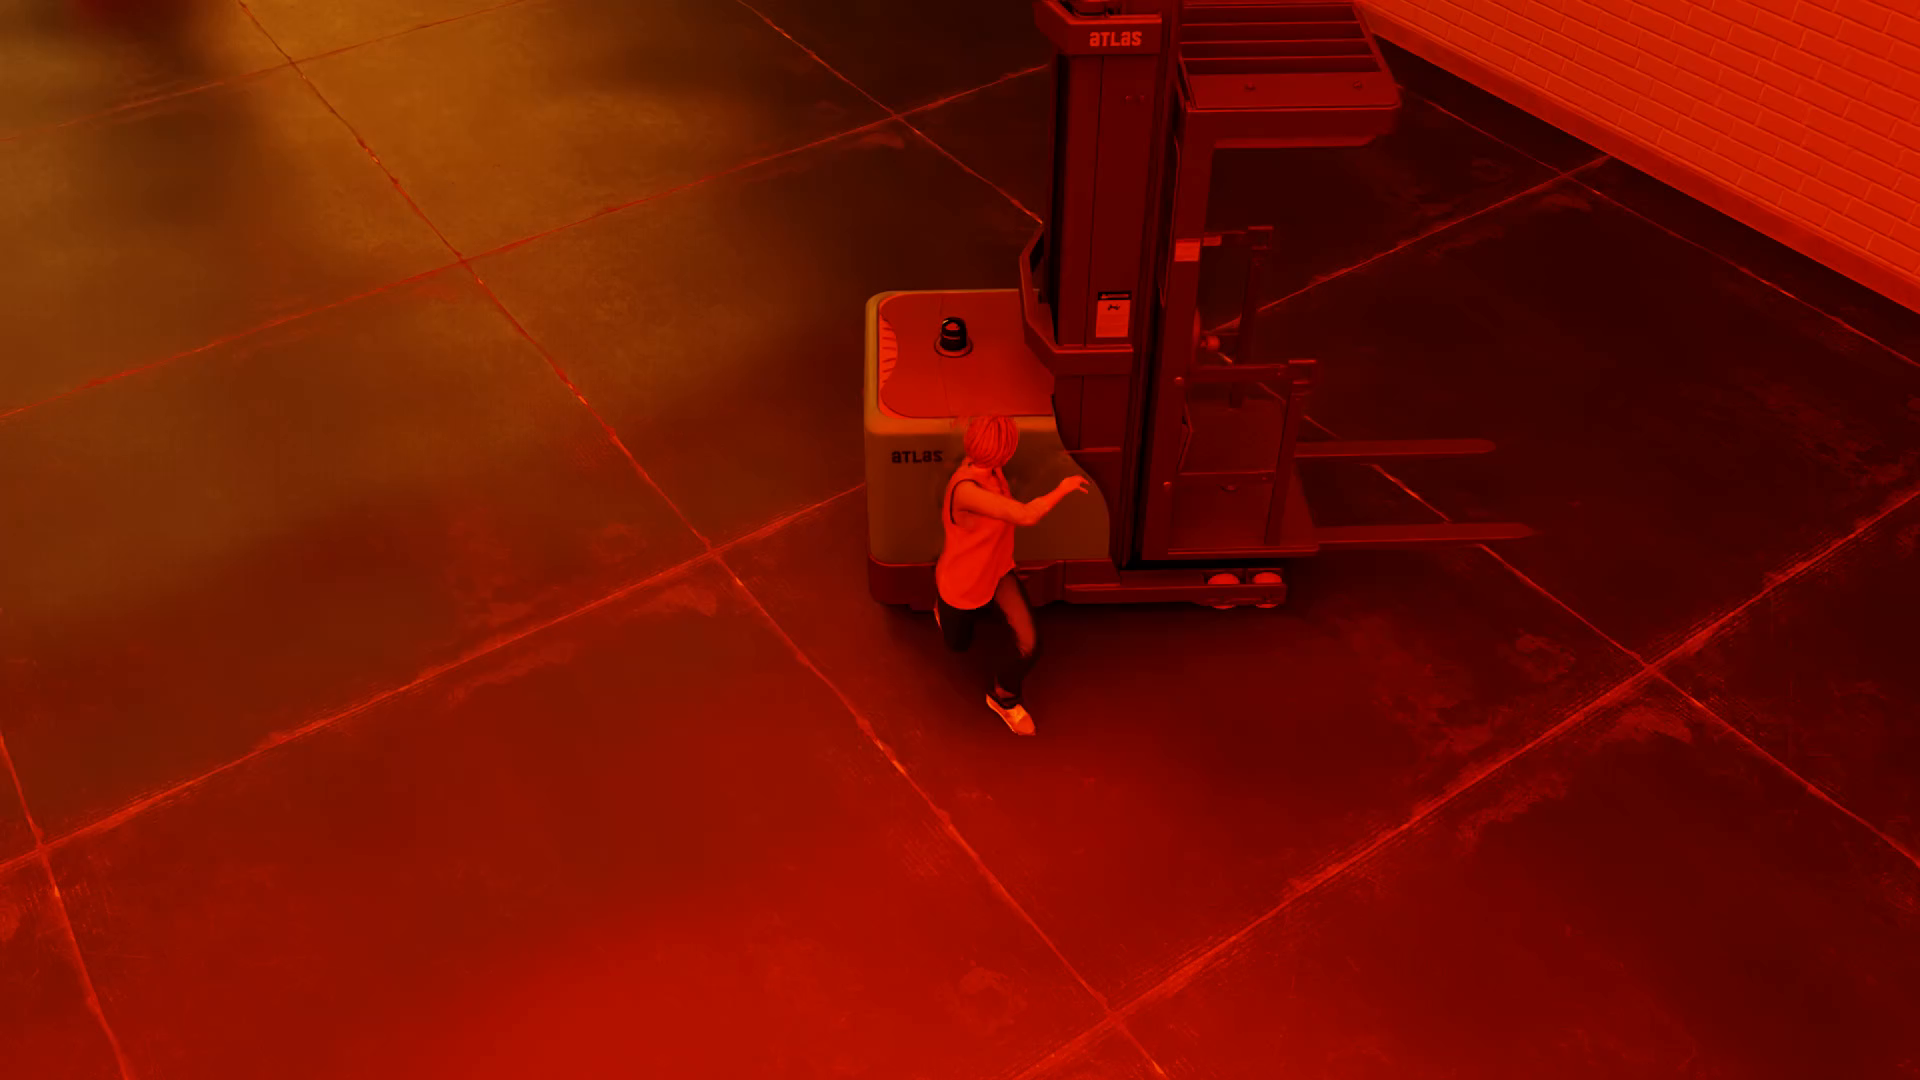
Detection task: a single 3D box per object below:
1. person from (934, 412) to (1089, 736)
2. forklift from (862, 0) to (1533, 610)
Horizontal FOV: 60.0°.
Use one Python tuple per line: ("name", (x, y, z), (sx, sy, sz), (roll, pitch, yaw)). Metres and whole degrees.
("person", (0.196, 0.033, 6.890), (0.701, 1.342, 0.879), (-26, 49, -26))
("forklift", (1.088, -1.125, 6.936), (3.031, 2.935, 1.130), (-1, 43, -2))
